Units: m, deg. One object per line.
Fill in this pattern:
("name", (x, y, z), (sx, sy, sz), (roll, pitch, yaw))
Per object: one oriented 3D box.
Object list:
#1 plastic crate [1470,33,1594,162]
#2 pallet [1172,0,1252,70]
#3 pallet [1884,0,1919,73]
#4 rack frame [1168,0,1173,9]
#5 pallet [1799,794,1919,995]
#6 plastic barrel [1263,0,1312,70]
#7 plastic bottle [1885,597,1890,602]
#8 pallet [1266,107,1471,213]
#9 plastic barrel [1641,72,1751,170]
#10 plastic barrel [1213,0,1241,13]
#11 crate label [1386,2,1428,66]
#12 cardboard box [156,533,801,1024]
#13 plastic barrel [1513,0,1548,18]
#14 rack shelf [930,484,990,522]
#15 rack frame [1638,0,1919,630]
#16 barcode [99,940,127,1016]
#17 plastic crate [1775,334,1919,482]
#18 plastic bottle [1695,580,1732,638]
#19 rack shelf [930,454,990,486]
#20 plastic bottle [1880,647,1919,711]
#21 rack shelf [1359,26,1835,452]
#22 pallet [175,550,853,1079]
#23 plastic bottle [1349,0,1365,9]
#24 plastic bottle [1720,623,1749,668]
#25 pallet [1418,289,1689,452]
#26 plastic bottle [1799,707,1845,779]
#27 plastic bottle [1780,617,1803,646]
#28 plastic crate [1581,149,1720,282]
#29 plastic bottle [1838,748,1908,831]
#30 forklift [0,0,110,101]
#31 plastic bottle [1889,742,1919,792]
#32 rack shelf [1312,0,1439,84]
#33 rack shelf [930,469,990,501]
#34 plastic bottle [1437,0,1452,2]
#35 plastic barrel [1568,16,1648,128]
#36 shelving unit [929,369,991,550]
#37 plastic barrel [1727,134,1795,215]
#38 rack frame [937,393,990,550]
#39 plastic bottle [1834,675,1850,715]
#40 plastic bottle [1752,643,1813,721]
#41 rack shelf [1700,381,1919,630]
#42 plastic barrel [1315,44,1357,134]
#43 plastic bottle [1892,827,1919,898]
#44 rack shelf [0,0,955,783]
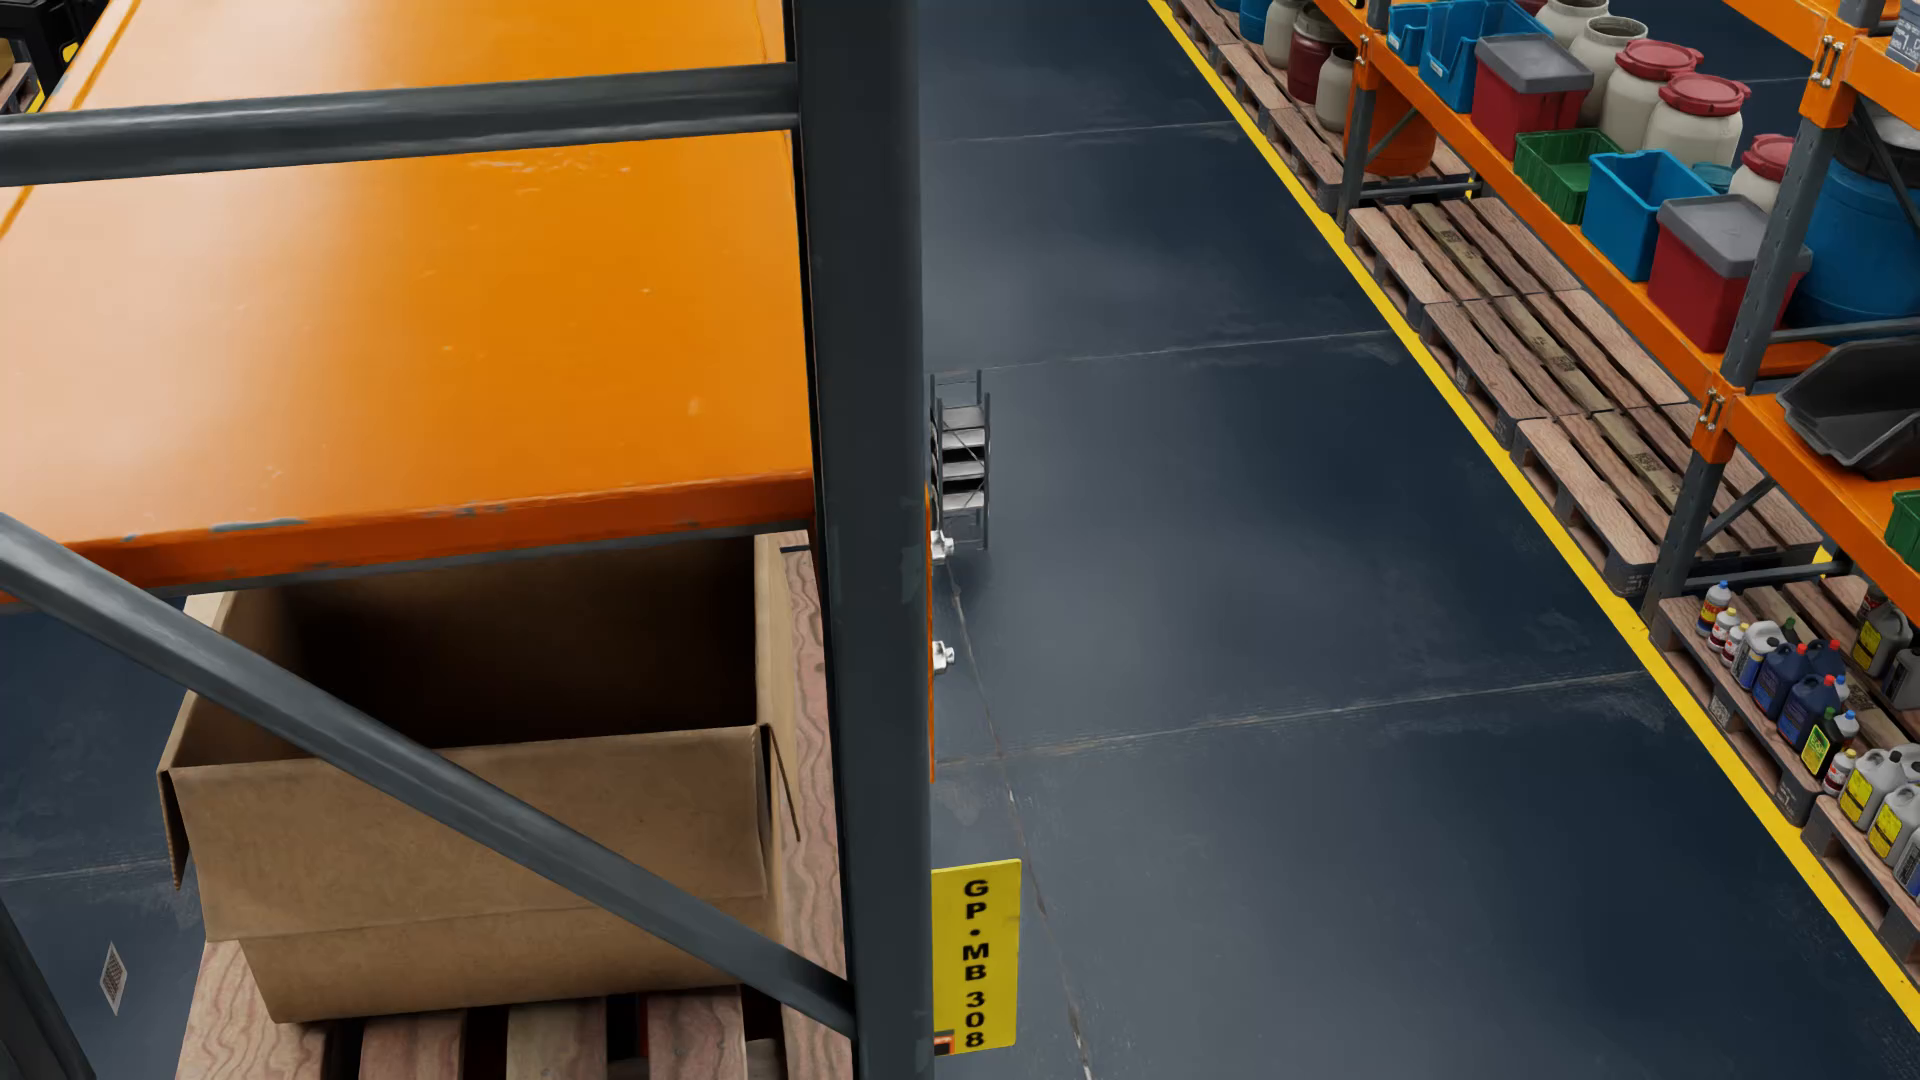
("plastic crate", (2.926, -2.286, 8.596), (0.402, 0.464, 0.583), (-6, 38, -8))
("pallet", (2.336, -4.114, 13.274), (1.003, 0.211, 1.213), (-6, 38, -8))
("pallet", (3.867, -1.539, 5.394), (1.213, 0.211, 1.003), (-6, 38, -8))
("rack frame", (2.242, -5.686, 13.024), (1.000, 3.000, 0.127), (-6, 38, -8))
("pallet", (3.939, 1.396, 6.181), (1.003, 0.211, 1.213), (-6, 38, -8))
("plastic barrel", (2.456, -3.761, 12.231), (0.421, 0.512, 0.421), (0, 38, 0))
("plastic bottle", (4.054, 0.300, 7.174), (0.061, 0.283, 0.133), (-4, 38, -6))
("pallet", (2.764, -2.640, 11.377), (1.003, 0.211, 1.213), (-6, 38, -8))
("plastic barrel", (3.564, -1.952, 8.107), (0.433, 0.535, 0.433), (0, 38, 0))
("plastic barrel", (2.321, -4.693, 13.113), (0.600, 0.901, 0.708), (-6, 38, -8))
("crate label", (2.648, -2.909, 9.586), (0.303, 0.233, 0.416), (-6, 38, -8))
("cardboard box", (-0.628, 0.299, 2.335), (0.797, 0.503, 0.637), (-4, 38, -5))
("plastic barrel", (3.323, -3.076, 9.553), (0.600, 0.536, 0.708), (-6, 38, -8))
("rack shelf", (-0.001, -0.192, 8.011), (0.258, 0.077, 0.200), (-6, 38, -8))
("rack frame", (3.645, -0.854, 6.804), (1.000, 3.000, 0.127), (-6, 38, -8))
("barcode", (-1.059, 0.548, 2.081), (0.001, 0.075, 0.075), (-6, 38, -8))
("plastic crate", (3.611, -0.500, 6.399), (0.767, 0.338, 0.504), (-6, 38, -8))
("plastic bottle", (3.269, 0.289, 7.198), (0.097, 0.271, 0.097), (0, 38, 0))
("rack shelf", (-0.001, -0.334, 7.901), (0.258, 0.077, 0.200), (-6, 38, -8))
("plastic bottle", (3.934, 0.553, 6.855), (0.152, 0.276, 0.135), (-6, 38, -8))
("rack shelf", (3.294, -1.778, 8.580), (1.077, 0.370, 4.000), (-6, 38, -8))
("pallet", (-0.630, 0.513, 2.672), (1.003, 0.211, 1.213), (-6, 38, -8))
("plastic bottle", (2.453, -3.422, 10.205), (0.061, 0.283, 0.133), (-6, 38, -8))
("plastic bottle", (3.305, 0.440, 7.061), (0.097, 0.201, 0.097), (0, 38, 0))
("pallet", (3.252, -0.961, 9.215), (1.003, 0.211, 1.213), (-6, 38, -8))
("plastic bottle", (3.399, 0.795, 6.537), (0.061, 0.283, 0.133), (-5, 38, -6))
("plastic bottle", (3.457, 0.465, 6.962), (0.061, 0.283, 0.133), (-6, 38, -8))
("plastic crate", (3.145, -1.480, 7.624), (0.392, 0.384, 0.575), (-6, 38, -8))
("plastic bottle", (3.485, 0.921, 6.320), (0.144, 0.351, 0.185), (-7, 38, -8))
("forklift", (-4.044, -1.791, 8.066), (3.031, 2.935, 1.130), (9, 39, 11))
("plastic bottle", (3.627, 0.920, 6.383), (0.152, 0.276, 0.135), (-6, 38, -8))
("rack shelf", (2.593, -4.194, 11.690), (1.077, 0.370, 4.000), (-6, 38, -8))
("rack shelf", (-0.001, -0.263, 7.956), (0.258, 0.077, 0.200), (-6, 38, -8))
("plastic bottle", (3.036, -3.501, 10.312), (0.152, 0.276, 0.135), (-6, 38, -8))
("plastic barrel", (3.408, -2.461, 8.782), (0.421, 0.512, 0.421), (0, 38, 0))
("shelving unit", (-0.001, -0.360, 7.880), (0.258, 0.900, 0.210), (-6, 38, -8))
("plastic barrel", (3.693, -1.509, 7.537), (0.433, 0.535, 0.433), (0, 38, 0))
("rack frame", (0.016, -0.299, 7.801), (0.240, 0.900, 0.006), (-6, 38, -8))
("plastic bottle", (3.522, 0.656, 6.725), (0.097, 0.271, 0.097), (0, 38, 0))
("plastic bottle", (3.378, 0.551, 6.797), (0.144, 0.351, 0.185), (-5, 38, -7))
("rack shelf", (3.995, 0.638, 5.470), (1.077, 0.370, 4.000), (-6, 38, -8))
("plastic barrel", (2.654, -3.078, 11.353), (0.421, 0.512, 0.421), (0, 38, 0))
("plastic bottle", (3.551, 1.163, 6.070), (0.152, 0.276, 0.135), (-7, 38, -9))
("rack shelf", (-0.882, -1.043, 3.069), (1.077, 0.370, 4.000), (-6, 38, -8))
